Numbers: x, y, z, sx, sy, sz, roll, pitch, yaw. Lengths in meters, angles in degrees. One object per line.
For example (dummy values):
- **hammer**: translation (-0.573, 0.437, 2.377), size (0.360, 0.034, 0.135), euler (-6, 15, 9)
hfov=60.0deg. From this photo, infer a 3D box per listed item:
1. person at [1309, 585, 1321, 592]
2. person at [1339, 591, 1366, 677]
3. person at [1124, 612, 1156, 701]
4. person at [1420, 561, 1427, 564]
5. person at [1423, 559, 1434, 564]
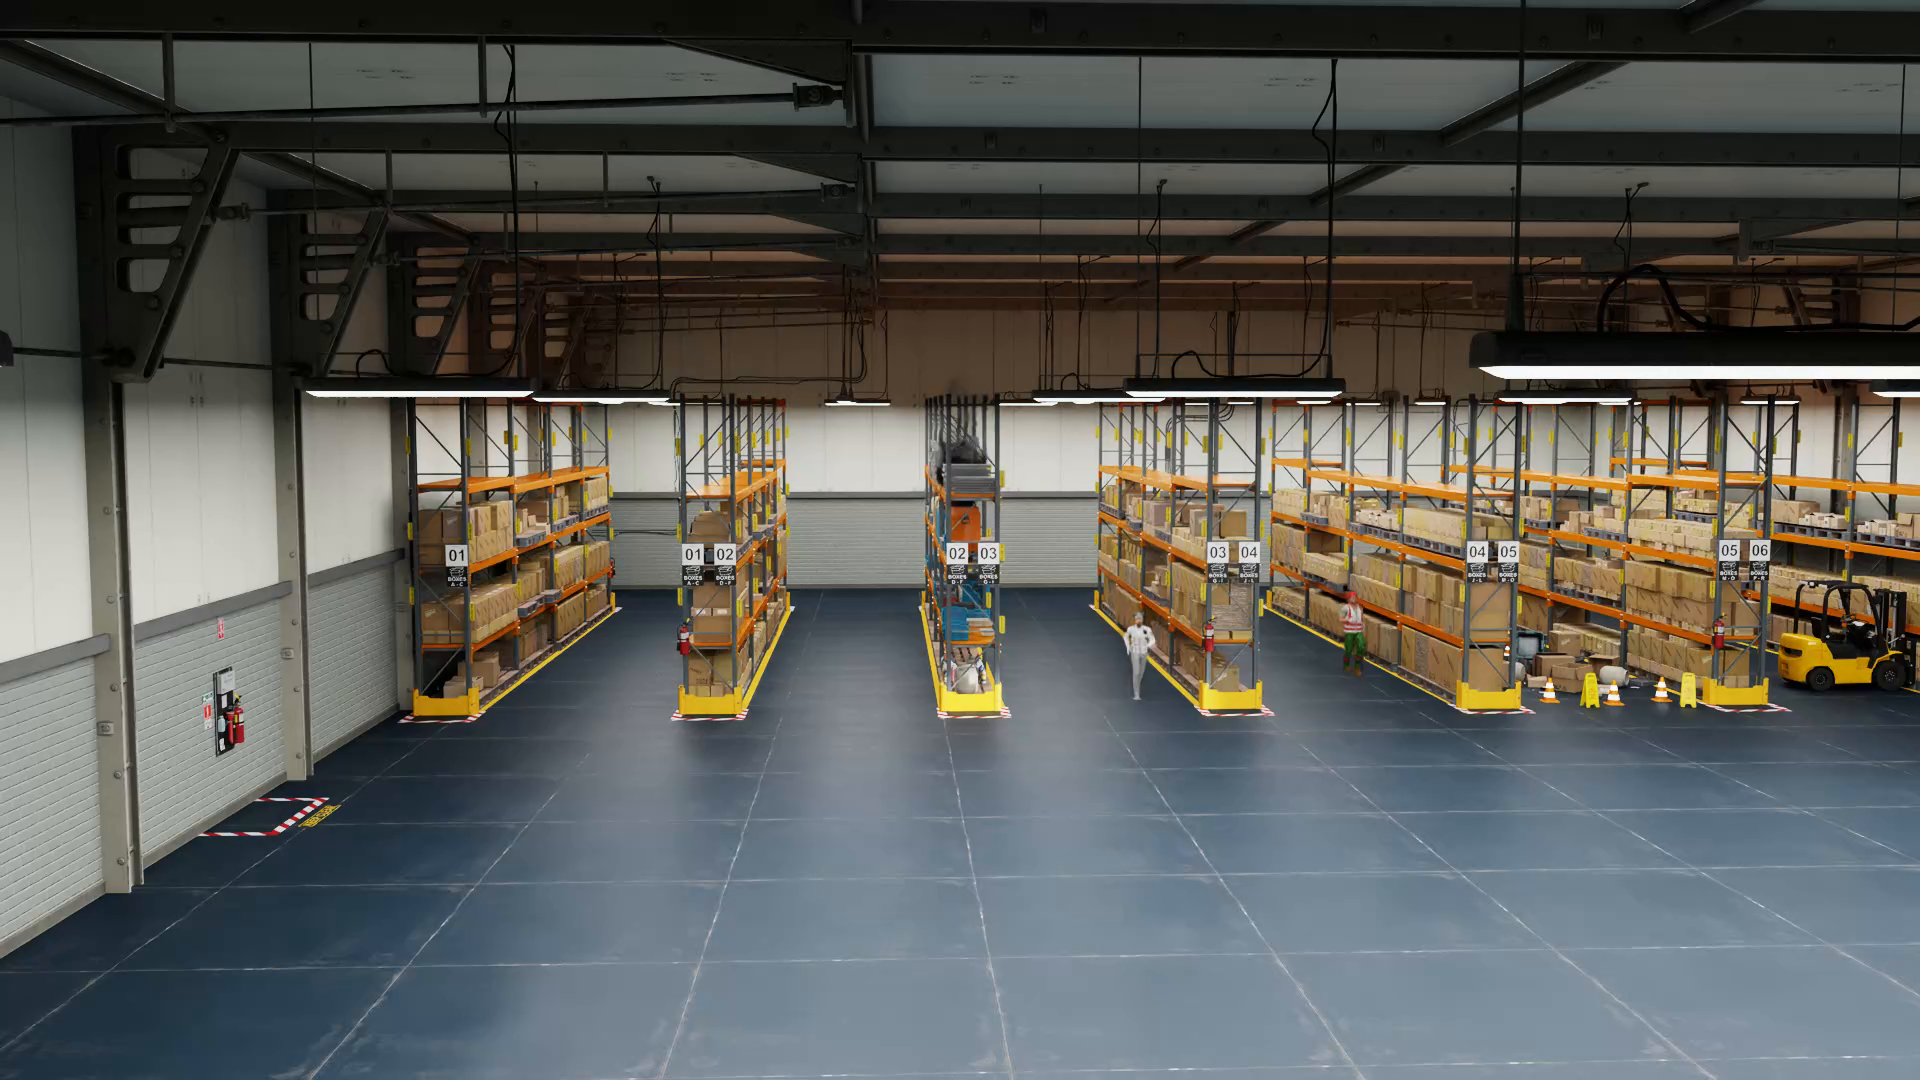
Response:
- **person**: translation (10.410, 1.035, 48.898), size (0.667, 1.752, 0.756), euler (4, 6, 38)
- **person**: translation (8.440, 2.015, 35.643), size (0.632, 1.824, 0.705), euler (-1, 5, -10)
- **person**: translation (3.545, 2.278, 32.943), size (0.579, 1.740, 0.772), euler (0, 5, -3)
- **person**: translation (11.875, 1.430, 42.629), size (0.679, 1.782, 0.992), euler (-1, 5, -10)
- **person**: translation (13.845, 1.003, 49.302), size (0.622, 1.671, 0.676), euler (1, 5, 15)
